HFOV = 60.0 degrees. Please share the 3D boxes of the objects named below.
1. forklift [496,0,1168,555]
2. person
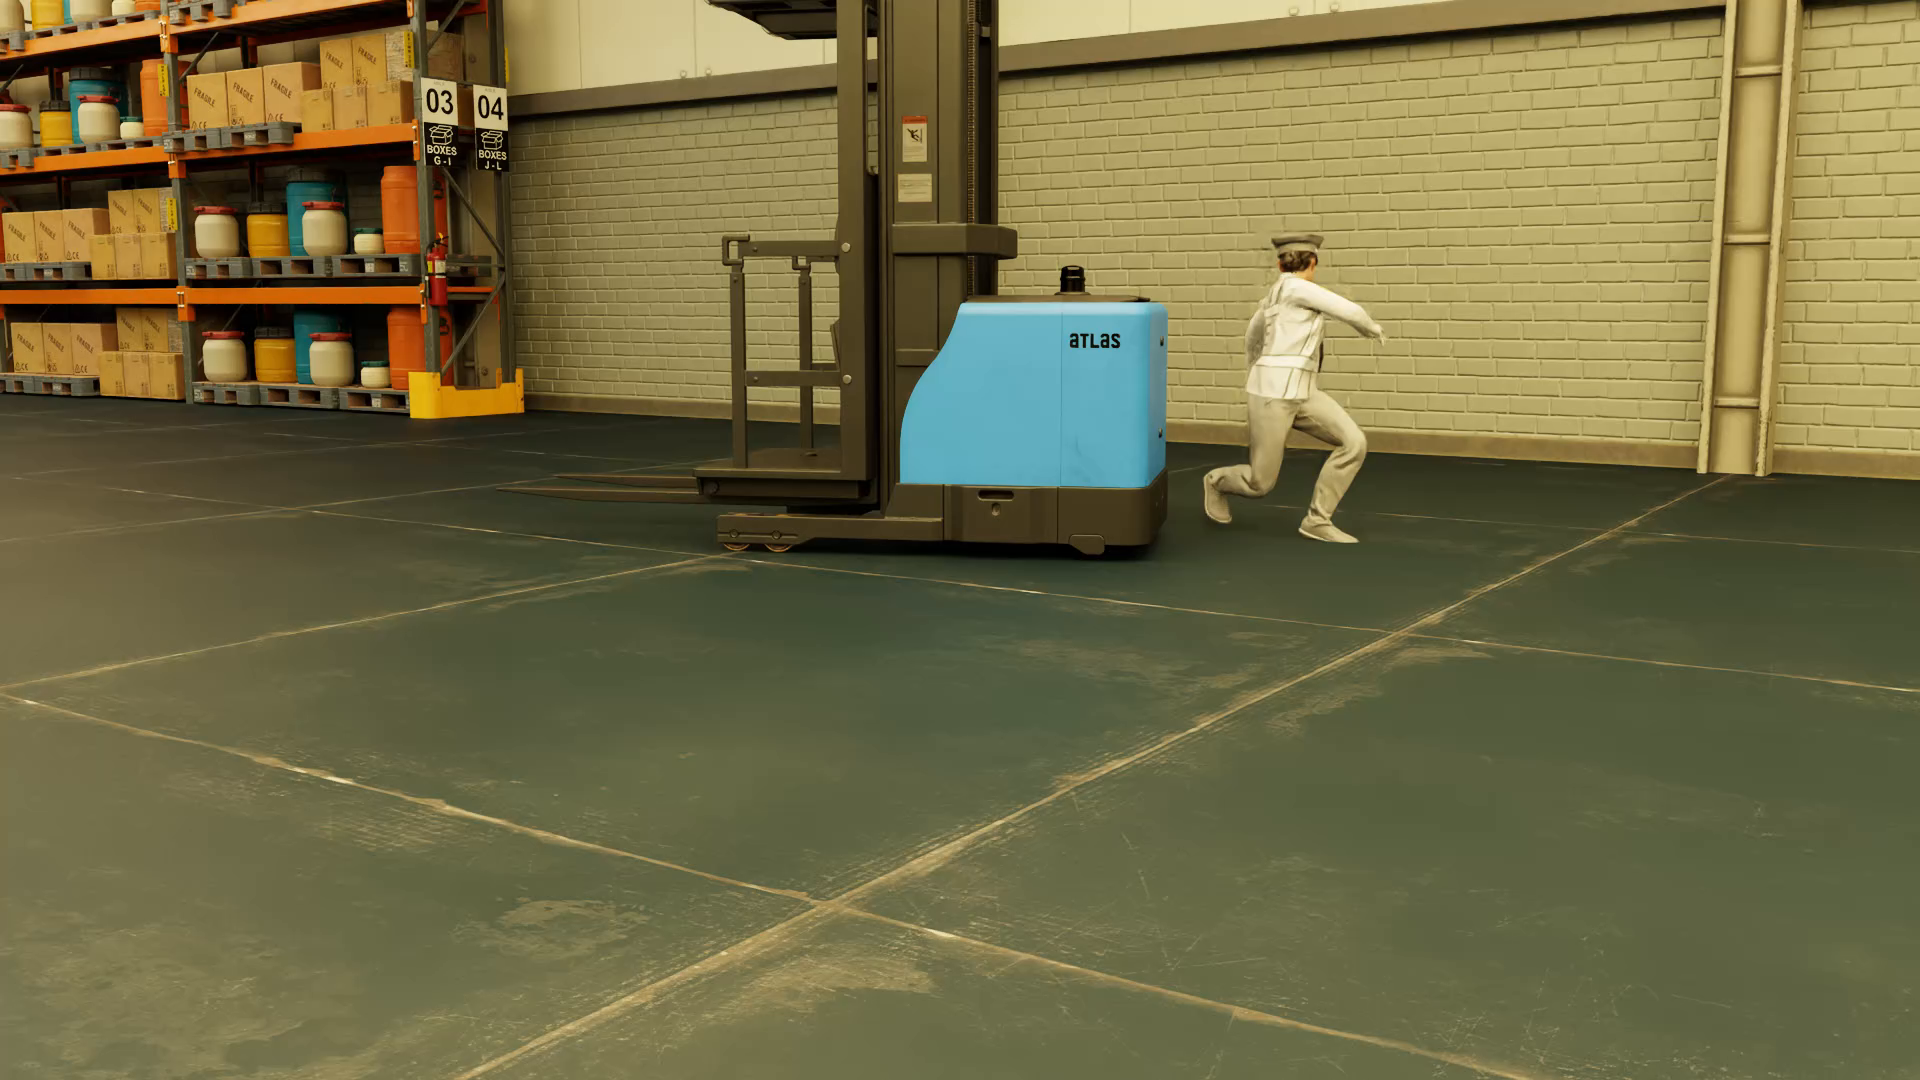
[{"bbox_3d":[-0.596,-1.469,7.520,3.031,2.935,1.130,2,8,12],"label":"forklift"},{"bbox_3d":[1.537,-0.710,7.783,0.903,1.438,0.631,6,10,38],"label":"person"}]
